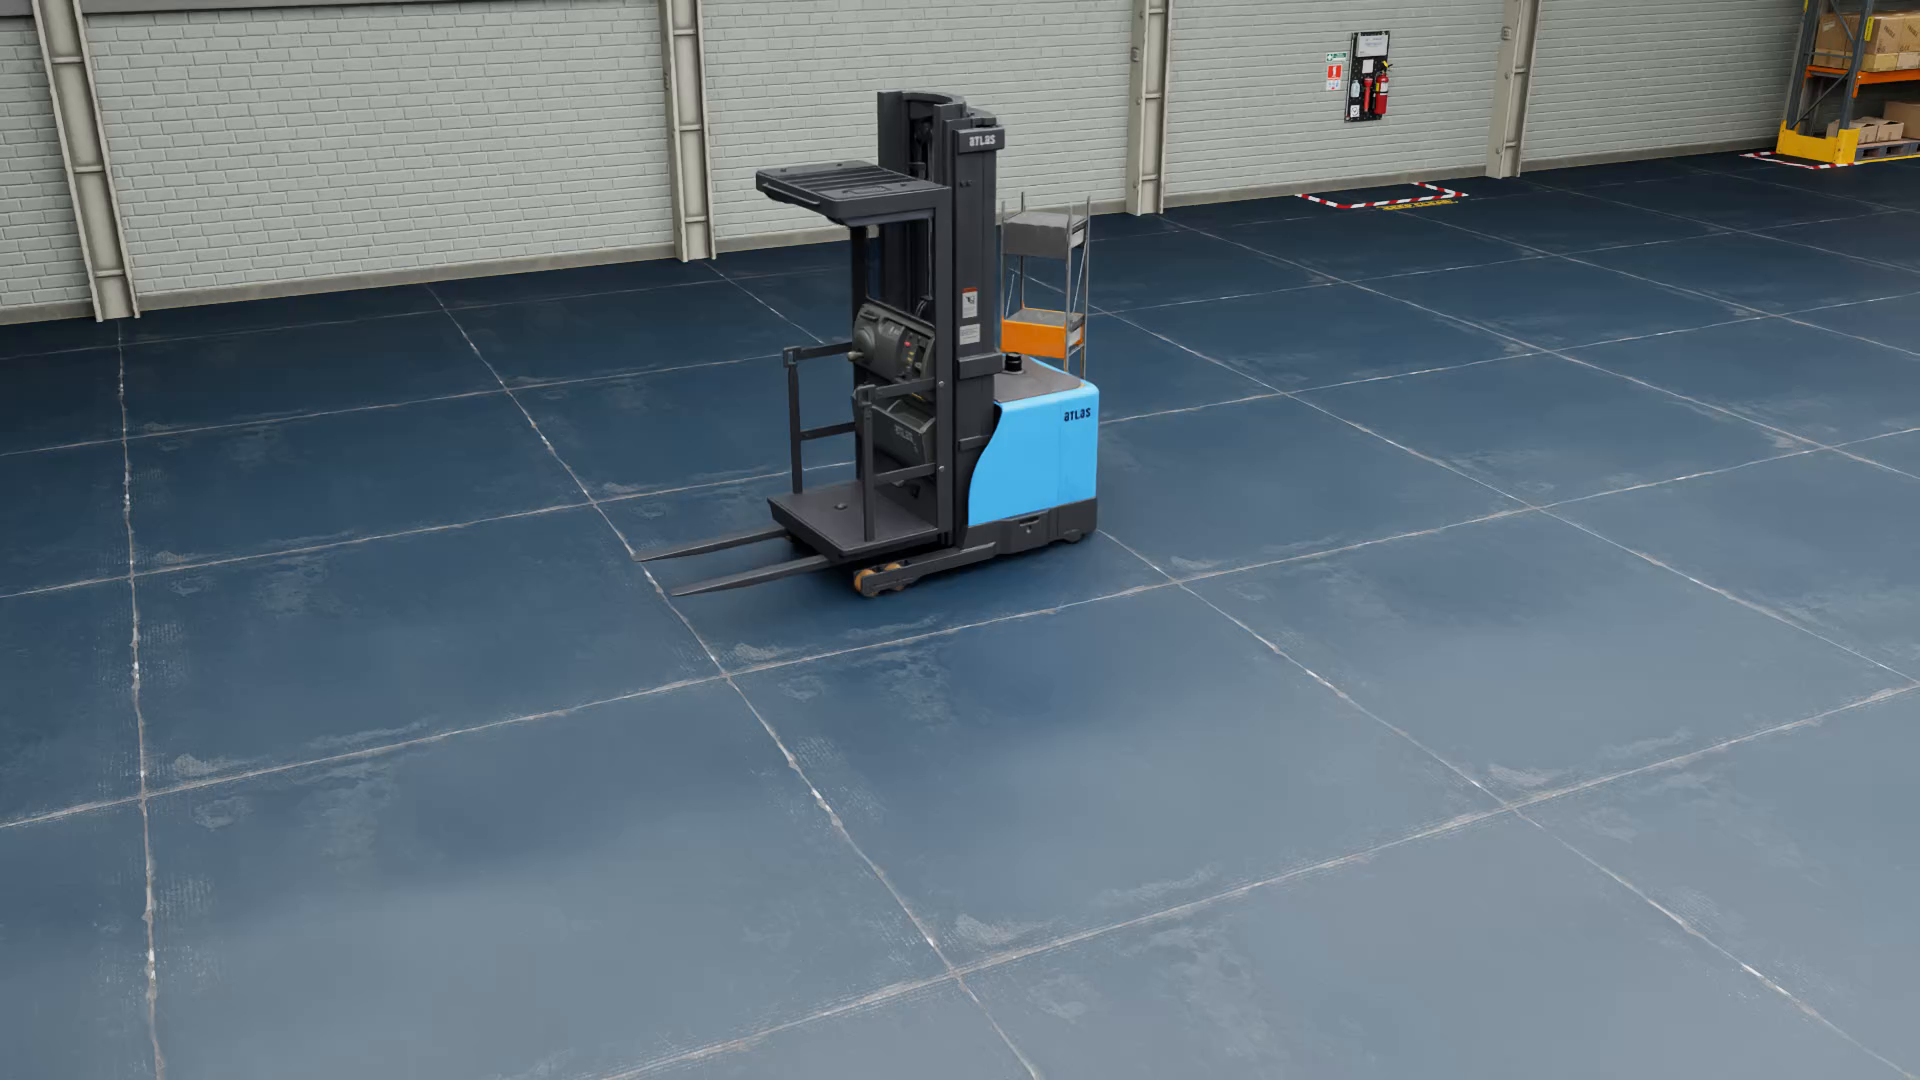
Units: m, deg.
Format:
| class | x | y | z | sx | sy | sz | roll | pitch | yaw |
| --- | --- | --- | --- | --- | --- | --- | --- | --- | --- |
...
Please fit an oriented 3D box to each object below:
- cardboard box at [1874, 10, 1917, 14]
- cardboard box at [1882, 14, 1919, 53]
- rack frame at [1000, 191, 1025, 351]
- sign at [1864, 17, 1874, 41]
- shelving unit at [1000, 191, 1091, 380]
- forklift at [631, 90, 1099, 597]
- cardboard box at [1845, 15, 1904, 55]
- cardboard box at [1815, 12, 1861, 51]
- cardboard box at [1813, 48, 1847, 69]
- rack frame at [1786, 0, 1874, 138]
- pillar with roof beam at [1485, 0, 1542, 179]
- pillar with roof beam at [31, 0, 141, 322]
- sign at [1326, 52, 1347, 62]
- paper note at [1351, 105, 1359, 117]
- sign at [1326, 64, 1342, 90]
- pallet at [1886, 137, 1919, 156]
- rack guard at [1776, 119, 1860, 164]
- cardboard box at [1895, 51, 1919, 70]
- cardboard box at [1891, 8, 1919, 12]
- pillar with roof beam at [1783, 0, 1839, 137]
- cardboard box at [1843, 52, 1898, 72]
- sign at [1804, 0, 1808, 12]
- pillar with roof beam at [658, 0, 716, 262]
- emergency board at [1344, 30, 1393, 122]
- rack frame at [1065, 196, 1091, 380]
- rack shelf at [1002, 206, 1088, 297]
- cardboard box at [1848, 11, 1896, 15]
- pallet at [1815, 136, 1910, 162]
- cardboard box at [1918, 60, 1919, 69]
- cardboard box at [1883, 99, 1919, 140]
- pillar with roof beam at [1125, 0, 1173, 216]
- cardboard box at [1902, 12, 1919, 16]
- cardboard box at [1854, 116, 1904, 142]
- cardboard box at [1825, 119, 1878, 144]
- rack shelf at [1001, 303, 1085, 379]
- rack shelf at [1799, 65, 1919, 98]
| class | x | y | z | sx | sy | sz | roll | pitch | yaw |
| --- | --- | --- | --- | --- | --- | --- | --- | --- | --- |
| cardboard box | 14.187 | -7.801 | 25.364 | 0.500 | 0.500 | 0.500 | -11 | 25 | -25 |
| cardboard box | 13.942 | -7.537 | 24.725 | 0.500 | 0.500 | 0.500 | -10 | 25 | -23 |
| rack frame | 0.370 | -1.416 | 11.926 | 0.015 | 2.100 | 0.400 | 10 | 24 | 22 |
| sign | 13.168 | -7.409 | 24.095 | 0.005 | 0.325 | 0.100 | -10 | 25 | -24 |
| shelving unit | 0.593 | -1.379 | 11.836 | 0.503 | 2.100 | 0.431 | 10 | 24 | 22 |
| forklift | -0.596 | -1.230 | 10.388 | 3.031 | 2.935 | 1.130 | -13 | 26 | -29 |
| cardboard box | 13.493 | -7.458 | 24.535 | 0.500 | 0.500 | 0.500 | -10 | 25 | -24 |
| cardboard box | 13.265 | -7.634 | 24.960 | 0.500 | 0.500 | 0.500 | -11 | 25 | -24 |
| cardboard box | 13.269 | -7.280 | 25.086 | 0.500 | 0.250 | 0.500 | -10 | 25 | -23 |
| rack frame | 12.932 | -7.196 | 24.713 | 0.127 | 3.000 | 1.000 | -10 | 25 | -24 |
| pillar with roof beam | 9.649 | -7.903 | 18.577 | 0.400 | 9.000 | 9.100 | -10 | 25 | -24 |
| pillar with roof beam | -6.570 | -4.918 | 11.364 | 0.400 | 9.000 | 9.100 | -10 | 25 | -24 |
| sign | 5.003 | -6.421 | 22.101 | 0.331 | 0.109 | 0.001 | -10 | 25 | -24 |
| paper note | 5.349 | -5.806 | 22.505 | 0.142 | 0.148 | 0.016 | -10 | 25 | -24 |
| sign | 4.995 | -6.179 | 22.208 | 0.234 | 0.329 | 0.001 | -10 | 25 | -24 |
| pallet | 14.846 | -6.244 | 26.058 | 1.213 | 0.211 | 1.003 | -10 | 25 | -24 |
| rack guard | 13.001 | -6.054 | 25.221 | 0.348 | 0.500 | 1.175 | -10 | 25 | -24 |
| cardboard box | 13.971 | -7.199 | 24.889 | 0.500 | 0.250 | 0.500 | -11 | 25 | -25 |
| cardboard box | 14.640 | -7.885 | 25.566 | 0.500 | 0.500 | 0.500 | -10 | 25 | -23 |
| pillar with roof beam | 15.055 | -8.899 | 20.982 | 0.400 | 9.000 | 9.100 | -10 | 25 | -24 |
| cardboard box | 13.510 | -7.108 | 24.669 | 0.500 | 0.250 | 0.500 | -11 | 25 | -25 |
| sign | 12.710 | -8.072 | 24.901 | 0.005 | 0.325 | 0.100 | -10 | 25 | -24 |
| pillar with roof beam | -1.164 | -5.913 | 13.769 | 0.400 | 9.000 | 9.100 | -10 | 25 | -24 |
| emergency board | 5.538 | -6.218 | 22.350 | 0.643 | 1.169 | 0.194 | -10 | 25 | -24 |
| rack frame | 0.817 | -1.341 | 11.745 | 0.015 | 2.100 | 0.400 | 10 | 24 | 22 |
| rack shelf | 0.593 | -2.013 | 11.573 | 0.480 | 0.518 | 0.431 | 10 | 24 | 22 |
| cardboard box | 13.723 | -7.714 | 25.153 | 0.500 | 0.500 | 0.500 | -10 | 25 | -23 |
| pallet | 13.748 | -6.043 | 25.572 | 1.213 | 0.211 | 1.003 | -10 | 25 | -24 |
| cardboard box | 14.433 | -7.281 | 25.088 | 0.500 | 0.250 | 0.500 | -11 | 25 | -24 |
| cardboard box | 14.791 | -6.527 | 25.790 | 0.500 | 0.500 | 0.700 | -12 | 25 | -27 |
| pillar with roof beam | 4.242 | -6.908 | 16.173 | 0.400 | 9.000 | 9.100 | -10 | 25 | -24 |
| cardboard box | 14.411 | -7.620 | 24.927 | 0.500 | 0.500 | 0.500 | -11 | 25 | -25 |
| cardboard box | 14.108 | -6.335 | 25.573 | 0.500 | 0.311 | 0.500 | -8 | 24 | -19 |
| cardboard box | 13.595 | -6.241 | 25.345 | 0.500 | 0.311 | 0.500 | -14 | 26 | -30 |
| rack shelf | 0.593 | -1.366 | 11.841 | 0.480 | 0.518 | 0.431 | 10 | 24 | 22 |
| rack shelf | 14.734 | -7.195 | 25.652 | 4.000 | 0.370 | 1.077 | -10 | 25 | -24 |
